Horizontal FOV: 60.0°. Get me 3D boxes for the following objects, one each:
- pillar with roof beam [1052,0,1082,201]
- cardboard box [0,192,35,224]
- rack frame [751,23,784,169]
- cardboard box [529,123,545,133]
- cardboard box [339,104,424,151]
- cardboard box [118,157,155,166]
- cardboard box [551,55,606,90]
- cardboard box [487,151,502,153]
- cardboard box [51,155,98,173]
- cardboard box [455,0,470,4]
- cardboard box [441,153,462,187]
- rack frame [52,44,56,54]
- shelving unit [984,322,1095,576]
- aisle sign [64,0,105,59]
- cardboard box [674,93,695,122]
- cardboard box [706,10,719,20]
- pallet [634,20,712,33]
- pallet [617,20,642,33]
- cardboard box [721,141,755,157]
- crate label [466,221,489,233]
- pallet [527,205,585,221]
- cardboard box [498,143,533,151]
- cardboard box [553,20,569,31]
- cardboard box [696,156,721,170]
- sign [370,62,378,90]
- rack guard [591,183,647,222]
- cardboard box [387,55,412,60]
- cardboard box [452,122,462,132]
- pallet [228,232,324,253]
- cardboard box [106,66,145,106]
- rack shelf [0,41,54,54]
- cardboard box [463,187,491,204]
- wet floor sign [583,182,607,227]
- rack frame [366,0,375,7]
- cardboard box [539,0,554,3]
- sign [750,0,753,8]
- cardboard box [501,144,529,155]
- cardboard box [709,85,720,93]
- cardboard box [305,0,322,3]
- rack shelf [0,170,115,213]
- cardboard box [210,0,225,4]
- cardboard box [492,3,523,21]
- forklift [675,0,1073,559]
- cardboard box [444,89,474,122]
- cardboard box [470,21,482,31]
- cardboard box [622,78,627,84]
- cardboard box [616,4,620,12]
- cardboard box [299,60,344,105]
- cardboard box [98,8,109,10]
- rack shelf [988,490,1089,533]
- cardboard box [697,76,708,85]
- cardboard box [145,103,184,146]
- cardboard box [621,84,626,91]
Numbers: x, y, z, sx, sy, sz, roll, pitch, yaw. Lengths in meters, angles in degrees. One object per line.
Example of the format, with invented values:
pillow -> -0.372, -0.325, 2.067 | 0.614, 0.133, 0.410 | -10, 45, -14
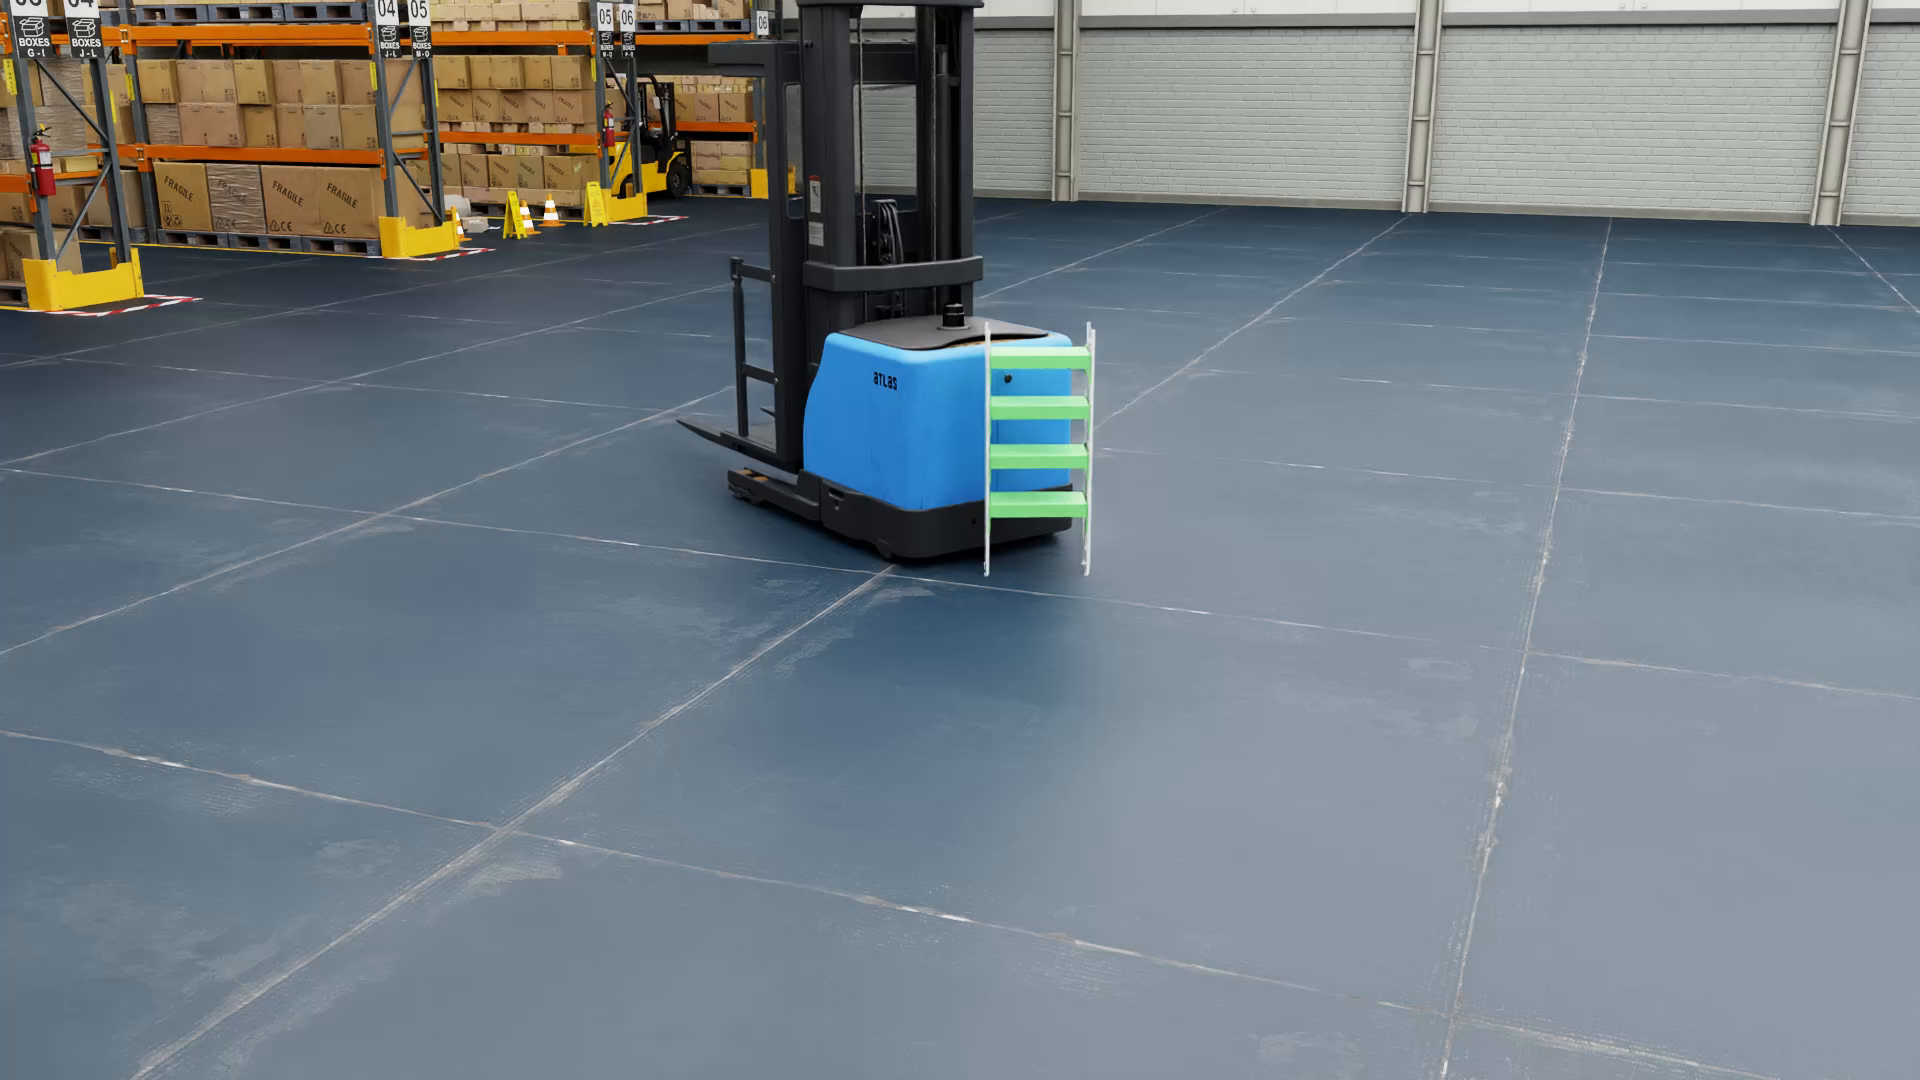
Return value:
pillar with roof beam -> 0.267, -9.181, 24.158 | 0.400, 9.000, 9.100 | 6, 17, 21
cardboard box -> -13.052, -4.909, 23.485 | 0.750, 0.750, 1.050 | 7, 17, 21
rack frame -> -3.418, -7.725, 29.904 | 0.127, 3.000, 1.000 | 6, 17, 21
cardboard box -> -6.420, -6.347, 25.608 | 0.250, 0.149, 0.380 | 7, 17, 22
cardboard box -> -7.320, -5.242, 21.080 | 0.550, 0.550, 0.875 | 6, 17, 21
cardboard box -> -14.118, -6.622, 29.161 | 0.875, 0.875, 0.875 | 7, 17, 21
cardboard box -> -5.791, -7.104, 25.259 | 0.500, 0.500, 0.700 | 6, 17, 19
cardboard box -> -7.359, -5.994, 26.773 | 0.500, 0.500, 0.500 | 7, 18, 24
cardboard box -> -9.050, -3.838, 16.964 | 0.250, 0.149, 0.380 | 6, 17, 21
cardboard box -> -7.552, -8.314, 25.571 | 0.250, 0.149, 0.380 | 6, 17, 20
cardboard box -> -8.005, -5.906, 26.471 | 0.500, 0.500, 0.500 | 7, 18, 23
rack frame -> -16.399, -7.665, 29.697 | 0.127, 3.000, 1.000 | 6, 17, 21
shelving unit -> 0.375, -0.434, 8.015 | 0.503, 1.200, 0.258 | 0, 16, -1
aisle sign -> -8.704, -5.187, 16.499 | 0.004, 0.787, 0.394 | 6, 17, 21
cardboard box -> -4.928, -7.863, 30.201 | 0.500, 0.500, 0.500 | 6, 17, 20
cardboard box -> -4.300, -9.301, 29.469 | 0.250, 0.149, 0.380 | 6, 17, 19
pallet -> -5.205, -9.327, 30.199 | 1.213, 0.211, 1.003 | 6, 17, 21
pallet -> -6.336, -9.452, 30.631 | 1.213, 0.211, 1.003 | 6, 17, 21
cardboard box -> -3.961, -7.053, 29.973 | 0.500, 0.250, 0.500 | 7, 18, 22
crate label -> -6.954, -4.514, 23.977 | 0.298, 0.136, 0.250 | -2, 16, -8
pallet -> -6.049, -5.199, 26.202 | 1.213, 0.211, 1.003 | 6, 17, 21
cardboard box -> -8.348, -7.328, 32.041 | 0.625, 0.625, 0.875 | 6, 17, 20
cardboard box -> -5.914, -7.738, 25.020 | 0.250, 0.149, 0.380 | 6, 17, 21
cardboard box -> -4.448, -6.870, 30.238 | 0.500, 0.250, 0.500 | 6, 17, 20
sign -> -7.170, -5.674, 20.337 | 0.005, 0.325, 0.100 | 6, 17, 21
rack guard -> -5.306, -5.245, 25.844 | 0.348, 0.500, 1.175 | 6, 17, 21
cardboard box -> -8.627, -7.417, 26.335 | 0.500, 0.500, 0.700 | 6, 17, 20
cardboard box -> -7.792, -6.526, 26.222 | 0.250, 0.149, 0.380 | 6, 17, 20
pallet -> -8.862, -3.991, 22.043 | 1.213, 0.211, 1.003 | 6, 17, 21
cardboard box -> -11.143, -6.130, 22.437 | 0.500, 0.500, 0.700 | 6, 17, 20
rack shelf -> -18.259, -8.965, 30.084 | 4.000, 0.370, 1.077 | 6, 17, 21
cardboard box -> -7.512, -5.492, 26.391 | 0.500, 0.250, 0.500 | 6, 17, 20
wet floor sign -> -5.452, -5.010, 24.774 | 0.232, 0.644, 0.267 | 14, 21, 40
rack frame -> -6.958, -8.025, 20.175 | 0.127, 3.000, 1.000 | 6, 17, 21
cardboard box -> -6.129, -8.156, 25.028 | 0.250, 0.149, 0.380 | 6, 17, 20
sign -> -3.630, -9.414, 28.894 | 0.005, 0.325, 0.100 | 6, 17, 21
cardboard box -> -6.920, -6.079, 25.903 | 0.250, 0.149, 0.380 | 7, 18, 23
cardboard box -> -4.311, -8.109, 29.882 | 0.250, 0.149, 0.380 | 7, 17, 22
cardboard box -> -7.865, -6.711, 20.549 | 0.250, 0.149, 0.380 | 7, 17, 21
rack shelf -> -10.732, -3.727, 17.420 | 4.000, 0.370, 1.077 | 6, 17, 21
cardboard box -> -9.280, -6.867, 21.086 | 0.250, 0.149, 0.380 | 6, 17, 21
cardboard box -> -6.762, -8.035, 25.326 | 0.500, 0.250, 0.500 | 7, 18, 22
forklift -> -0.668, -1.668, 9.161 | 1.130, 2.935, 3.031 | -11, 19, -33
cardboard box -> -7.712, -6.820, 26.074 | 0.500, 0.500, 0.500 | 6, 17, 20
cardboard box -> -7.320, -7.913, 25.621 | 0.250, 0.149, 0.380 | 6, 17, 21
cardboard box -> -5.981, -8.428, 30.448 | 0.250, 0.149, 0.380 | 6, 17, 20
cardboard box -> -6.455, -9.634, 30.325 | 0.500, 0.311, 0.500 | 7, 17, 22
cardboard box -> -7.834, -5.815, 21.116 | 0.550, 0.550, 0.875 | 6, 17, 21
cardboard box -> -14.424, -9.051, 28.159 | 0.500, 0.500, 0.500 | 6, 17, 21
rack shelf -> 0.375, -0.142, 8.100 | 0.480, 0.148, 0.258 | 0, 16, -1
cardboard box -> -4.527, -8.291, 29.978 | 0.250, 0.149, 0.380 | 6, 17, 21
cardboard box -> -10.331, -5.590, 22.280 | 0.550, 0.550, 0.875 | 6, 17, 21
cardboard box -> -5.999, -8.276, 30.459 | 0.250, 0.149, 0.380 | 6, 17, 20
